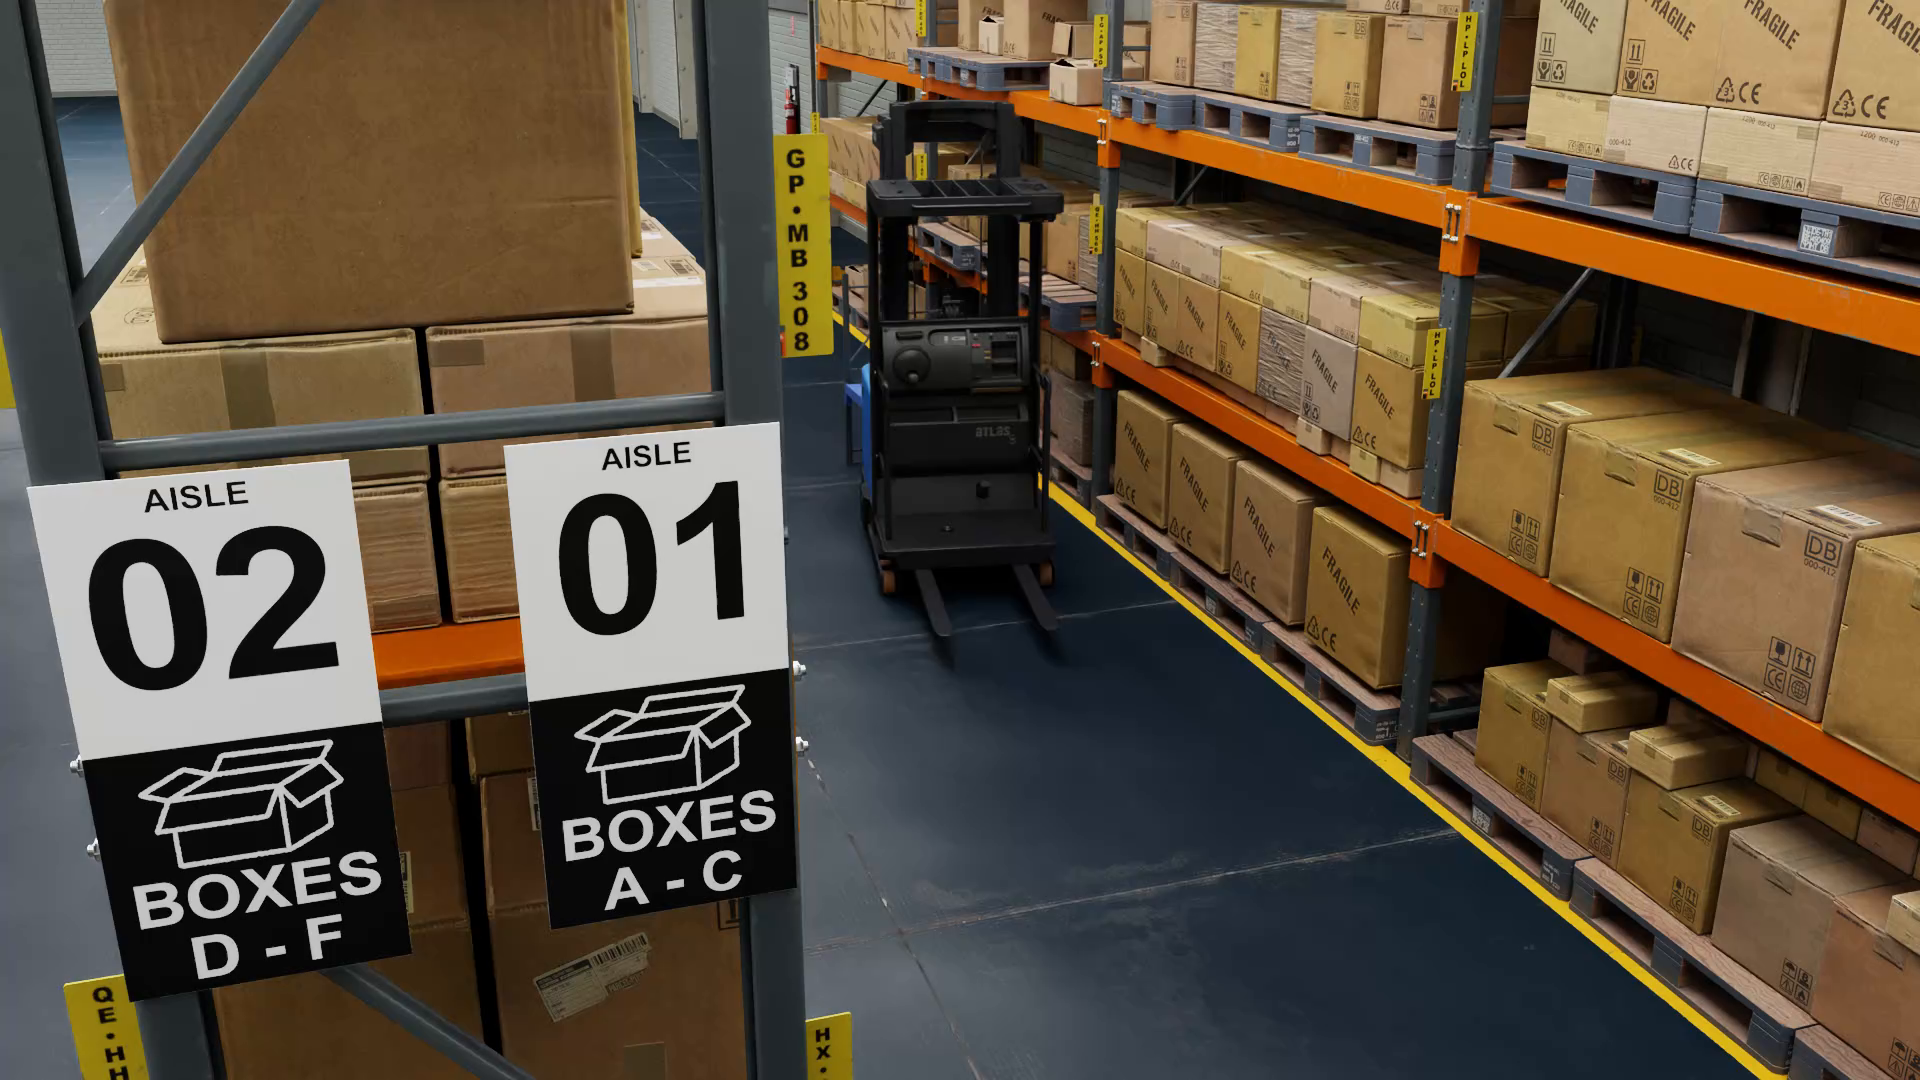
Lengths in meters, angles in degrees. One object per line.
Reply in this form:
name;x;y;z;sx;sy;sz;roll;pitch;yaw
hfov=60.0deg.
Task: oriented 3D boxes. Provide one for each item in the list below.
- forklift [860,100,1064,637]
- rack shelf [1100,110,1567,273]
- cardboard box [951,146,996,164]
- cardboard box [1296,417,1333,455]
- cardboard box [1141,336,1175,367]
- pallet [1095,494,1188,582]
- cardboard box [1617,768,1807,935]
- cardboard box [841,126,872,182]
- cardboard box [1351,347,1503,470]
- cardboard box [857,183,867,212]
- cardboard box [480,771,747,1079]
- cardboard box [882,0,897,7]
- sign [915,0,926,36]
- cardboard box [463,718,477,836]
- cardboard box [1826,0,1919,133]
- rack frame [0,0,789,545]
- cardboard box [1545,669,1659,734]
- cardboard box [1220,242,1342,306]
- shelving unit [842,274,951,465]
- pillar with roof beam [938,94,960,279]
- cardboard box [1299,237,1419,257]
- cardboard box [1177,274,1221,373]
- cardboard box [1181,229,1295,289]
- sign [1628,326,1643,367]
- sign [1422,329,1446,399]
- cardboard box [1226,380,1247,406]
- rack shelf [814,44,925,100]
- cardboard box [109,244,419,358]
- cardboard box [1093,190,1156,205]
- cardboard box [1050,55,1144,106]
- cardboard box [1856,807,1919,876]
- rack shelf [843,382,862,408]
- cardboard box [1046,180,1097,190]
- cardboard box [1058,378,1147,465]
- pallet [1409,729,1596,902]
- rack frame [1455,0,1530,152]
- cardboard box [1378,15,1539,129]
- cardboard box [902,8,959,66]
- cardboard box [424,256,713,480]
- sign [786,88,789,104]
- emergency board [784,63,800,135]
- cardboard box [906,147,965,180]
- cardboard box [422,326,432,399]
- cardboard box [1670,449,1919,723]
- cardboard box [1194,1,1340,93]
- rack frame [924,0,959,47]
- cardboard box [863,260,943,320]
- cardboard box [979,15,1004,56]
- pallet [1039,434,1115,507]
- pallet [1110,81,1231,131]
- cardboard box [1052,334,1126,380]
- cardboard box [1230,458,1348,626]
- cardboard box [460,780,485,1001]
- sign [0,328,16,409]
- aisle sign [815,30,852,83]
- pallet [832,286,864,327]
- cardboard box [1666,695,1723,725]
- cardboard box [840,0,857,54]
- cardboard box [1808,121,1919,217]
forklift;0.006;-1.156;10.299;1.130;2.935;3.031;-3;20;-8
rack shelf;2.062;-2.075;9.383;1.077;0.370;4.000;-6;21;-17
cardboard box;0.226;-3.392;15.506;0.500;0.500;0.500;-7;21;-18
cardboard box;2.036;-0.575;8.921;0.380;0.149;0.250;-6;21;-17
cardboard box;1.391;-1.229;10.742;0.380;0.149;0.250;-6;21;-16
pallet;1.609;-0.070;11.300;1.003;0.211;1.213;-6;21;-17
cardboard box;3.142;1.196;6.726;0.700;0.500;0.500;-6;21;-16
cardboard box;-0.914;-3.992;17.175;0.500;0.500;0.500;-7;21;-19
cardboard box;2.306;-0.678;8.249;0.500;0.500;0.500;-7;21;-18
cardboard box;-0.742;-3.468;16.826;0.500;0.250;0.500;-6;21;-17
cardboard box;-0.643;0.763;3.228;0.500;0.500;0.500;-6;21;-16
cardboard box;-0.422;-5.174;15.290;0.500;0.500;0.500;-5;20;-14
sign;-0.337;-4.522;14.368;0.100;0.325;0.005;-6;21;-17
cardboard box;-1.283;0.583;5.207;0.500;0.500;0.500;-6;21;-16
cardboard box;3.140;-1.549;5.199;0.500;0.500;0.500;-7;21;-20
rack frame;-0.754;-1.372;1.925;1.000;3.000;0.127;-6;21;-17
cardboard box;2.762;0.693;7.165;0.380;0.149;0.250;-6;21;-15
cardboard box;1.828;-1.525;9.497;0.500;0.250;0.500;-7;21;-18
shelving unit;-0.481;-1.171;12.458;0.538;1.500;1.048;-7;21;-19
pillar with roof beam;-4.127;-6.444;16.046;9.100;9.000;0.400;-6;21;-17
cardboard box;2.300;-1.580;9.652;0.500;0.250;0.500;-7;21;-18
cardboard box;1.653;-1.329;10.061;0.500;0.500;0.500;-6;21;-17
cardboard box;1.661;-1.688;9.951;0.500;0.250;0.500;-6;21;-17
sign;3.217;-0.864;7.988;0.100;0.325;0.005;-6;21;-17
sign;2.178;-0.807;7.630;0.100;0.325;0.005;-6;21;-17
cardboard box;1.809;-0.914;9.865;0.380;0.149;0.250;-6;21;-17
rack shelf;-0.453;-4.642;16.531;1.077;0.370;4.000;-6;21;-17
cardboard box;-1.315;-0.424;3.204;0.500;0.250;0.500;-6;21;-17
cardboard box;1.181;-2.412;11.937;0.380;0.149;0.250;-10;22;-26
cardboard box;0.950;-3.225;11.624;0.500;0.311;0.500;-6;21;-17
cardboard box;3.543;1.077;6.097;0.380;0.149;0.250;-6;21;-16
rack shelf;-0.481;-1.002;12.518;0.538;0.185;1.000;-7;21;-19
cardboard box;0.709;-2.627;13.493;0.700;0.500;0.500;-4;20;-10
cardboard box;1.157;-0.900;12.532;0.700;0.500;0.500;-6;21;-16
pallet;2.855;1.204;7.751;1.003;0.211;1.213;-6;21;-17
rack frame;2.690;-3.184;6.968;1.000;3.000;0.127;-6;21;-17
cardboard box;2.518;-2.320;8.202;0.700;0.500;0.500;-8;21;-20
cardboard box;-0.218;-4.532;14.982;0.500;0.500;0.500;-6;21;-16
cardboard box;-0.668;-0.318;2.909;0.500;0.250;0.500;-6;21;-17
sign;-2.743;-7.006;26.432;0.001;0.329;0.234;-6;21;-17
emergency board;-2.667;-6.801;25.913;0.194;1.169;0.643;-6;21;-17
cardboard box;-0.266;-3.338;15.356;0.500;0.500;0.500;-6;21;-17
cardboard box;-1.141;-0.564;4.334;0.500;0.250;0.500;-6;21;-17
cardboard box;3.308;0.142;6.141;0.980;0.700;0.700;-7;21;-20
cardboard box;1.856;-2.996;10.083;0.700;0.500;0.500;-8;21;-20
rack frame;0.176;-5.751;14.115;1.000;3.000;0.127;-6;21;-17
cardboard box;-0.587;-2.586;17.227;0.700;0.500;0.500;-8;21;-21
cardboard box;0.465;-4.113;13.504;0.500;0.311;0.500;-6;21;-15
pallet;1.189;-0.582;12.726;1.003;0.211;1.213;-6;21;-17
pallet;1.686;-2.766;10.521;1.213;0.211;1.003;-5;20;-15
cardboard box;1.038;-1.442;12.933;0.500;0.250;0.500;-6;21;-16
cardboard box;2.080;-0.026;9.610;0.750;0.750;0.750;-6;21;-16
cardboard box;-1.471;0.962;4.152;0.500;0.500;0.500;-6;21;-17
sign;-1.287;-0.325;2.137;0.100;0.325;0.005;-6;21;-17
aisle sign;-1.389;-5.426;18.239;0.394;0.787;0.004;-6;21;-17
pallet;-0.836;-2.610;18.370;1.003;0.211;1.213;-6;21;-17
cardboard box;3.222;0.750;7.008;0.380;0.149;0.250;-7;21;-19
cardboard box;-0.912;-5.203;16.850;0.500;0.500;0.500;-5;20;-15
cardboard box;3.132;-1.203;5.343;0.500;0.250;0.500;-7;21;-19
